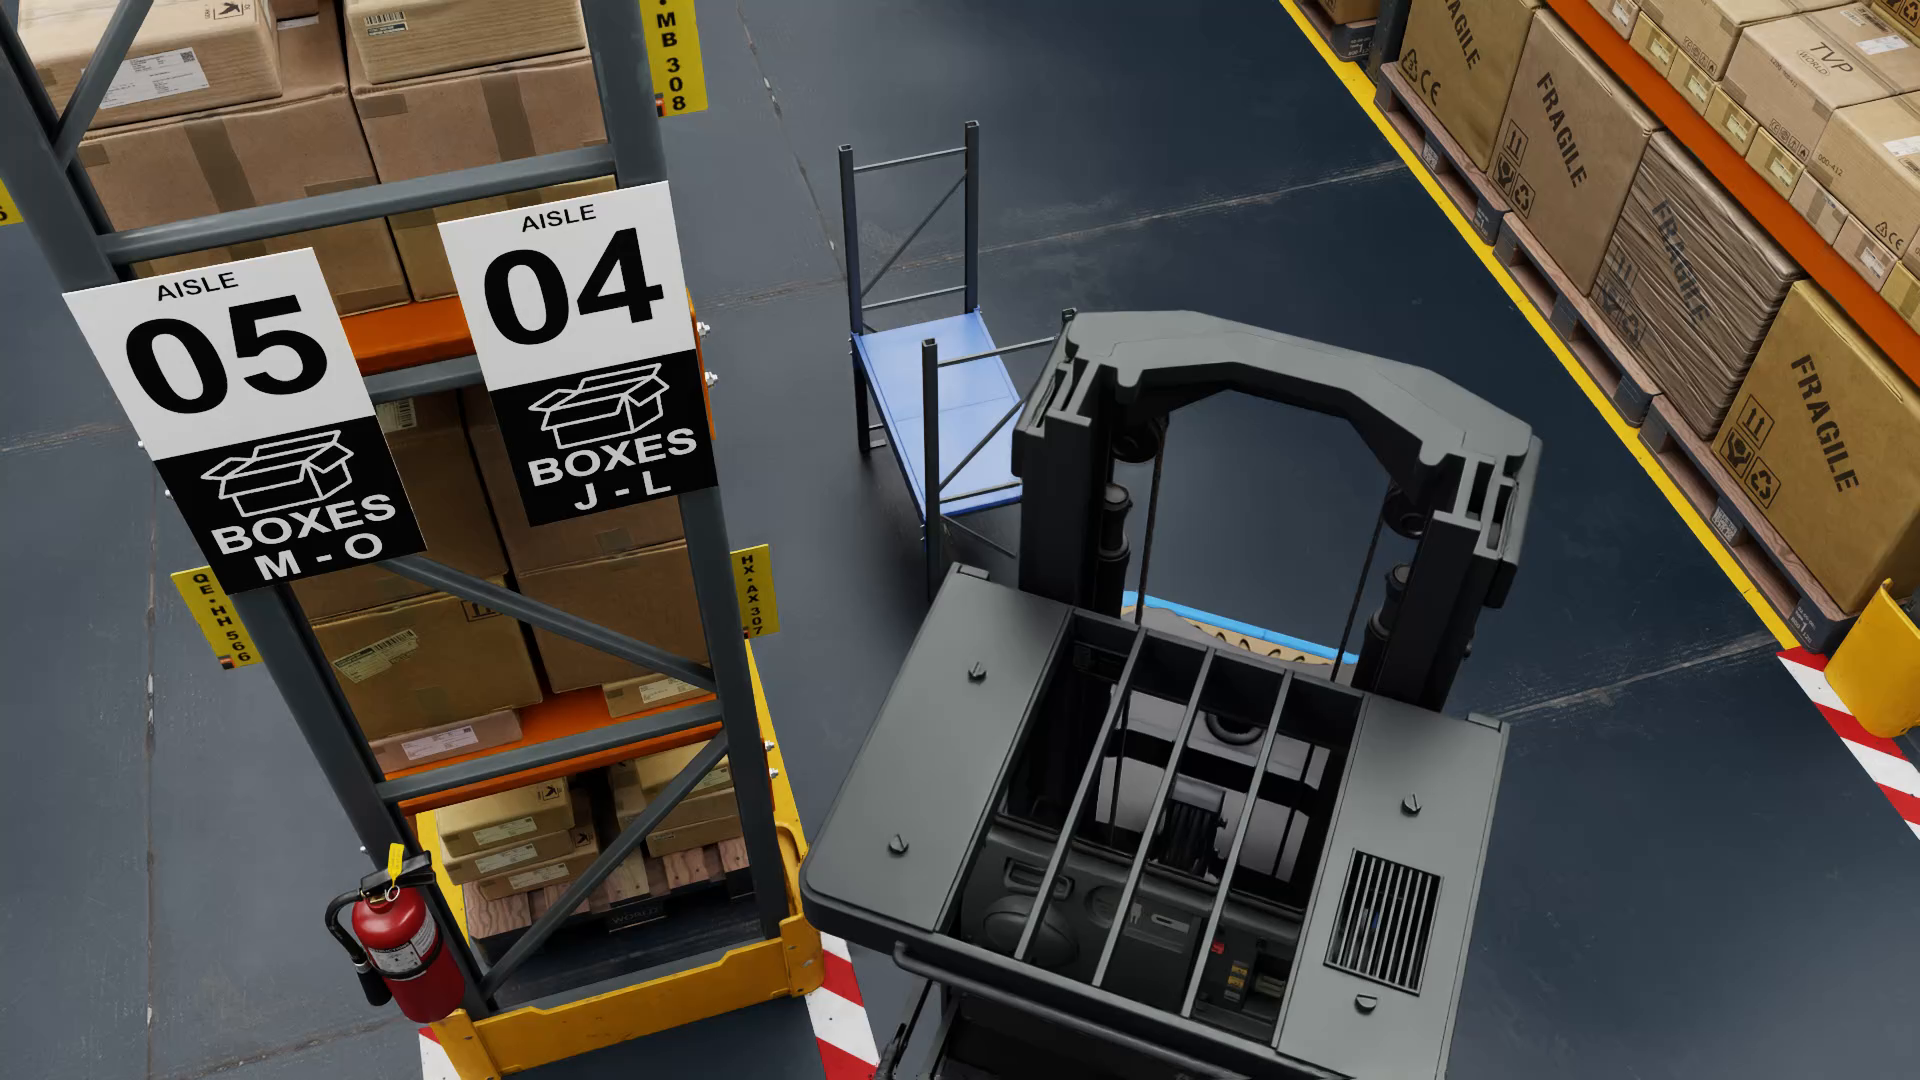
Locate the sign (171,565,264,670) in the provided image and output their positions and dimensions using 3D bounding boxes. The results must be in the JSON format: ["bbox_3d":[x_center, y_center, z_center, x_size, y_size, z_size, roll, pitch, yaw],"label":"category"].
[{"bbox_3d":[-1.540,0.164,3.476,0.100,0.325,0.005,-13,51,-11],"label":"sign"}]

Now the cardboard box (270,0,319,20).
[{"bbox_3d":[-1.382,-1.054,3.015,0.380,0.149,0.250,-13,51,-10],"label":"cardboard box"}]

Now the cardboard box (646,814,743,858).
[{"bbox_3d":[-0.853,0.856,5.446,0.380,0.149,0.250,-12,51,-10],"label":"cardboard box"}]

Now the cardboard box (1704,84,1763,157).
[{"bbox_3d":[2.964,-1.559,6.057,0.380,0.149,0.250,-13,51,-11],"label":"cardboard box"}]

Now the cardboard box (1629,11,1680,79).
[{"bbox_3d":[2.814,-1.931,6.370,0.380,0.149,0.250,-15,51,-12],"label":"cardboard box"}]

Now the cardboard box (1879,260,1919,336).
[{"bbox_3d":[3.266,-0.814,5.428,0.380,0.149,0.250,-13,51,-11],"label":"cardboard box"}]

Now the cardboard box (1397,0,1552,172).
[{"bbox_3d":[2.700,-2.392,7.709,0.875,0.875,0.875,-13,51,-11],"label":"cardboard box"}]

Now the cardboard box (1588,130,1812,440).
[{"bbox_3d":[3.230,-1.084,6.607,0.875,0.875,0.875,-13,51,-11],"label":"cardboard box"}]

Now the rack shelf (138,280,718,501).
[{"bbox_3d":[-1.595,-1.668,4.492,1.077,0.370,4.000,-13,51,-11],"label":"rack shelf"}]

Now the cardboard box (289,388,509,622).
[{"bbox_3d":[-1.377,-0.200,3.833,0.500,0.500,0.500,-14,51,-12],"label":"cardboard box"}]

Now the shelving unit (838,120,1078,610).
[{"bbox_3d":[-0.025,-0.546,6.019,0.538,1.500,1.048,-13,51,-11],"label":"shelving unit"}]

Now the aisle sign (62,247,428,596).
[{"bbox_3d":[-1.269,-0.189,3.037,0.394,0.787,0.004,-13,51,-11],"label":"aisle sign"}]

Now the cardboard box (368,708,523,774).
[{"bbox_3d":[-1.370,0.435,4.376,0.380,0.149,0.250,-13,51,-11],"label":"cardboard box"}]

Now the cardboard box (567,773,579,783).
[{"bbox_3d":[-1.458,0.692,5.390,0.380,0.149,0.250,-14,51,-12],"label":"cardboard box"}]

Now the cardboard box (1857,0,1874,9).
[{"bbox_3d":[3.416,-2.105,6.256,0.500,0.250,0.500,-14,51,-12],"label":"cardboard box"}]

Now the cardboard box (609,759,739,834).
[{"bbox_3d":[-0.913,0.775,5.320,0.380,0.149,0.250,-11,51,-9],"label":"cardboard box"}]

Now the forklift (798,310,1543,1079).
[{"bbox_3d":[0.383,1.067,3.723,1.130,2.935,3.031,16,52,13],"label":"forklift"}]

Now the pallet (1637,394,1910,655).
[{"bbox_3d":[3.453,-0.187,6.560,1.003,0.211,1.213,-13,51,-11],"label":"pallet"}]

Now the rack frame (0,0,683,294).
[{"bbox_3d":[-1.004,-1.406,1.839,1.000,3.000,0.127,-13,51,-11],"label":"rack frame"}]

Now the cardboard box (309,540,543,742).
[{"bbox_3d":[-1.382,0.130,4.208,0.500,0.500,0.500,-12,51,-10],"label":"cardboard box"}]

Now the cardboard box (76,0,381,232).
[{"bbox_3d":[-1.383,-0.831,3.087,0.500,0.250,0.500,-15,51,-12],"label":"cardboard box"}]

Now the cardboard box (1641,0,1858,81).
[{"bbox_3d":[2.909,-1.983,6.153,0.500,0.250,0.500,-13,51,-11],"label":"cardboard box"}]

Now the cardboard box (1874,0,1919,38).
[{"bbox_3d":[3.574,-1.963,5.646,0.500,0.500,0.500,-15,51,-12],"label":"cardboard box"}]

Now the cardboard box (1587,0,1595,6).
[{"bbox_3d":[2.663,-2.306,6.686,0.380,0.149,0.250,-14,51,-11],"label":"cardboard box"}]

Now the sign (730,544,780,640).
[{"bbox_3d":[-0.485,0.126,3.905,0.100,0.325,0.005,-13,51,-11],"label":"sign"}]

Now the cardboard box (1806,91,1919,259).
[{"bbox_3d":[3.218,-1.232,5.520,0.500,0.250,0.500,-14,51,-12],"label":"cardboard box"}]

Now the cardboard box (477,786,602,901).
[{"bbox_3d":[-1.358,0.974,5.347,0.380,0.149,0.250,-13,51,-10],"label":"cardboard box"}]

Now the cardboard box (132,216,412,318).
[{"bbox_3d":[-1.391,-0.663,3.273,0.500,0.250,0.500,-14,51,-12],"label":"cardboard box"}]

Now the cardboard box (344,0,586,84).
[{"bbox_3d":[-0.882,-0.968,2.943,0.380,0.149,0.250,-14,51,-11],"label":"cardboard box"}]

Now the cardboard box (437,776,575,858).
[{"bbox_3d":[-1.402,0.790,5.112,0.380,0.149,0.250,-13,51,-11],"label":"cardboard box"}]

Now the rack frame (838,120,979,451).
[{"bbox_3d":[-0.176,-0.917,6.332,0.500,1.500,0.032,-13,51,-11],"label":"rack frame"}]

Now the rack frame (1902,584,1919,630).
[{"bbox_3d":[3.764,-0.520,5.016,1.000,3.000,0.127,-13,51,-11],"label":"rack frame"}]

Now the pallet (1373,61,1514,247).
[{"bbox_3d":[2.732,-1.969,8.062,1.003,0.211,1.213,-13,51,-11],"label":"pallet"}]

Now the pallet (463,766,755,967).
[{"bbox_3d":[-1.232,0.770,5.753,1.003,0.211,1.213,-13,51,-11],"label":"pallet"}]

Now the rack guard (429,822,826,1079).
[{"bbox_3d":[-1.026,1.278,5.135,1.175,0.500,0.348,-13,51,-11],"label":"rack guard"}]

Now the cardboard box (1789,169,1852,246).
[{"bbox_3d":[3.120,-1.181,5.738,0.380,0.149,0.250,-13,51,-10],"label":"cardboard box"}]
